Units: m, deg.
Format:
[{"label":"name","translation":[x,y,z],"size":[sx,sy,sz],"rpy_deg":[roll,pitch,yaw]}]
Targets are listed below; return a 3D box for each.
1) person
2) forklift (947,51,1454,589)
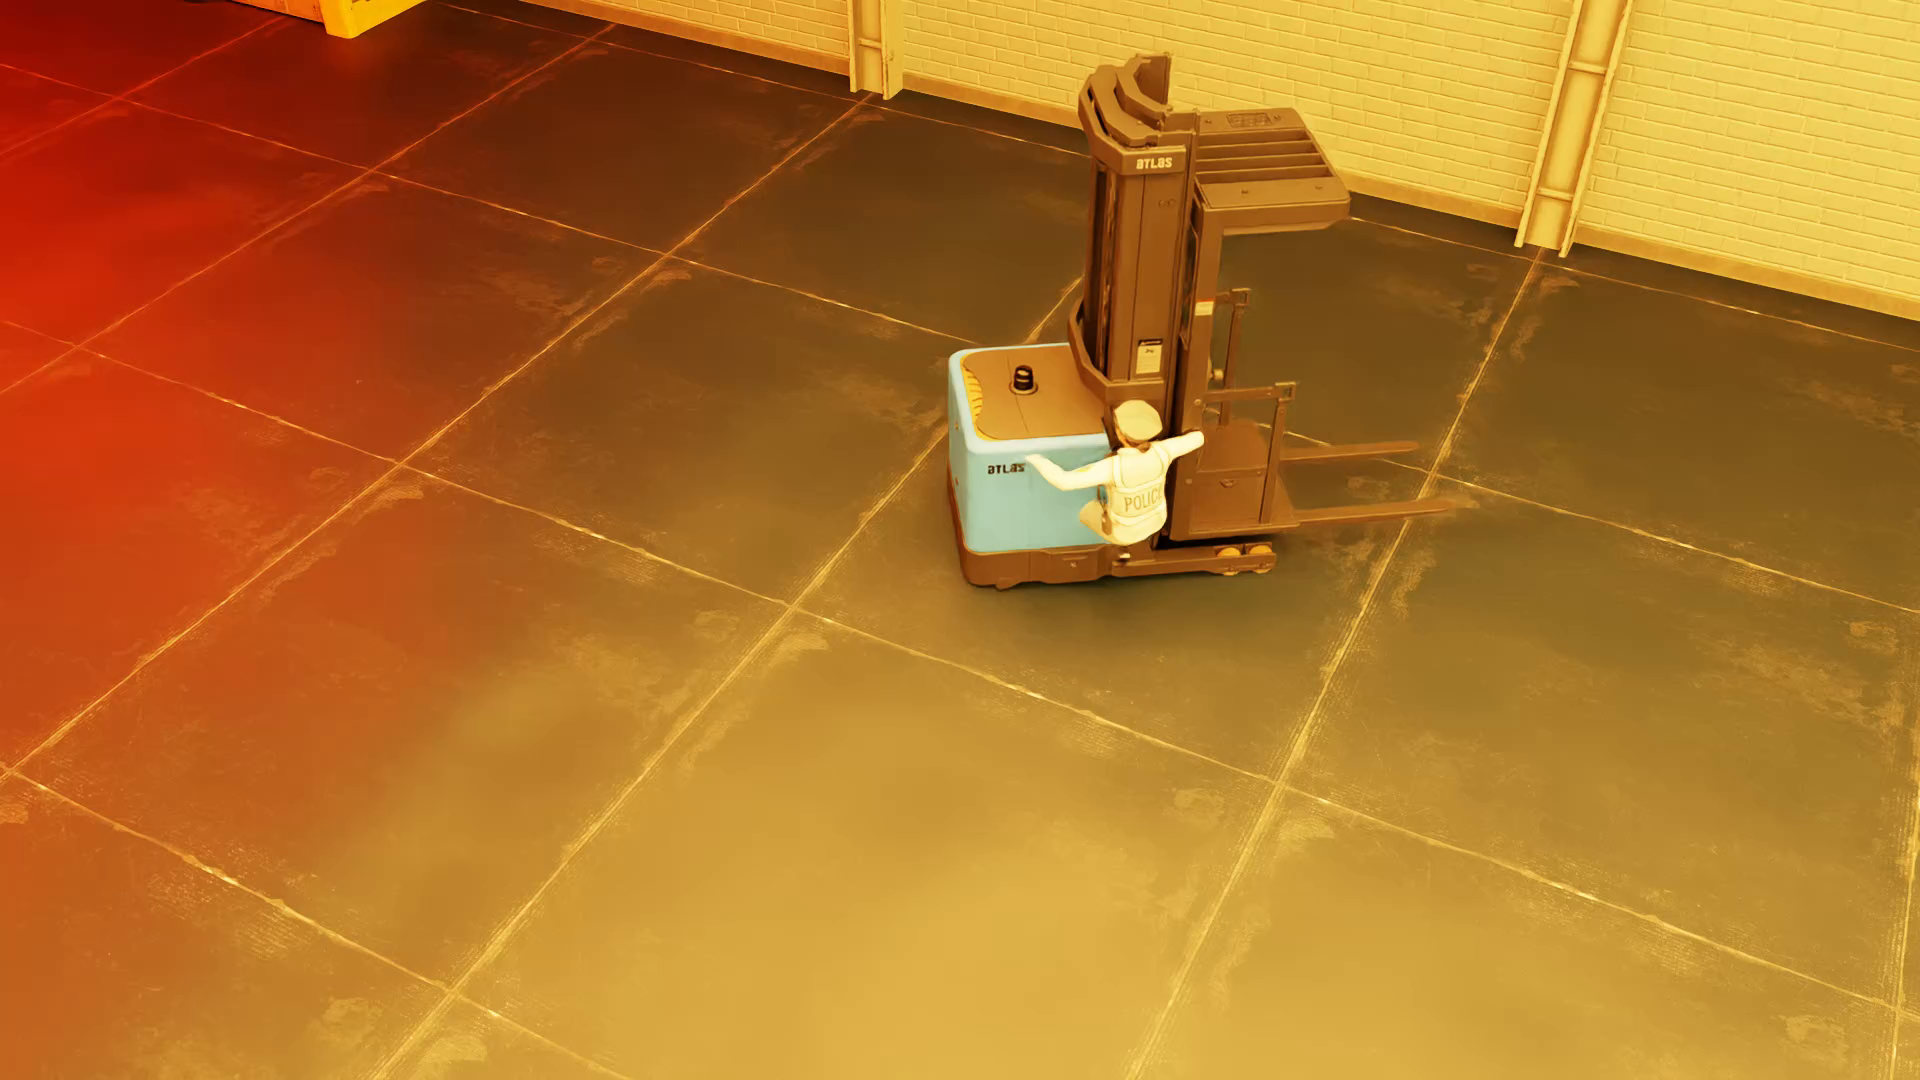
[{"label":"person","translation":[0.868,-0.313,9.498],"size":[0.969,1.452,0.796],"rpy_deg":[-23,45,-25]},{"label":"forklift","translation":[1.473,-1.244,9.463],"size":[3.031,2.935,1.130],"rpy_deg":[-4,40,-5]}]
